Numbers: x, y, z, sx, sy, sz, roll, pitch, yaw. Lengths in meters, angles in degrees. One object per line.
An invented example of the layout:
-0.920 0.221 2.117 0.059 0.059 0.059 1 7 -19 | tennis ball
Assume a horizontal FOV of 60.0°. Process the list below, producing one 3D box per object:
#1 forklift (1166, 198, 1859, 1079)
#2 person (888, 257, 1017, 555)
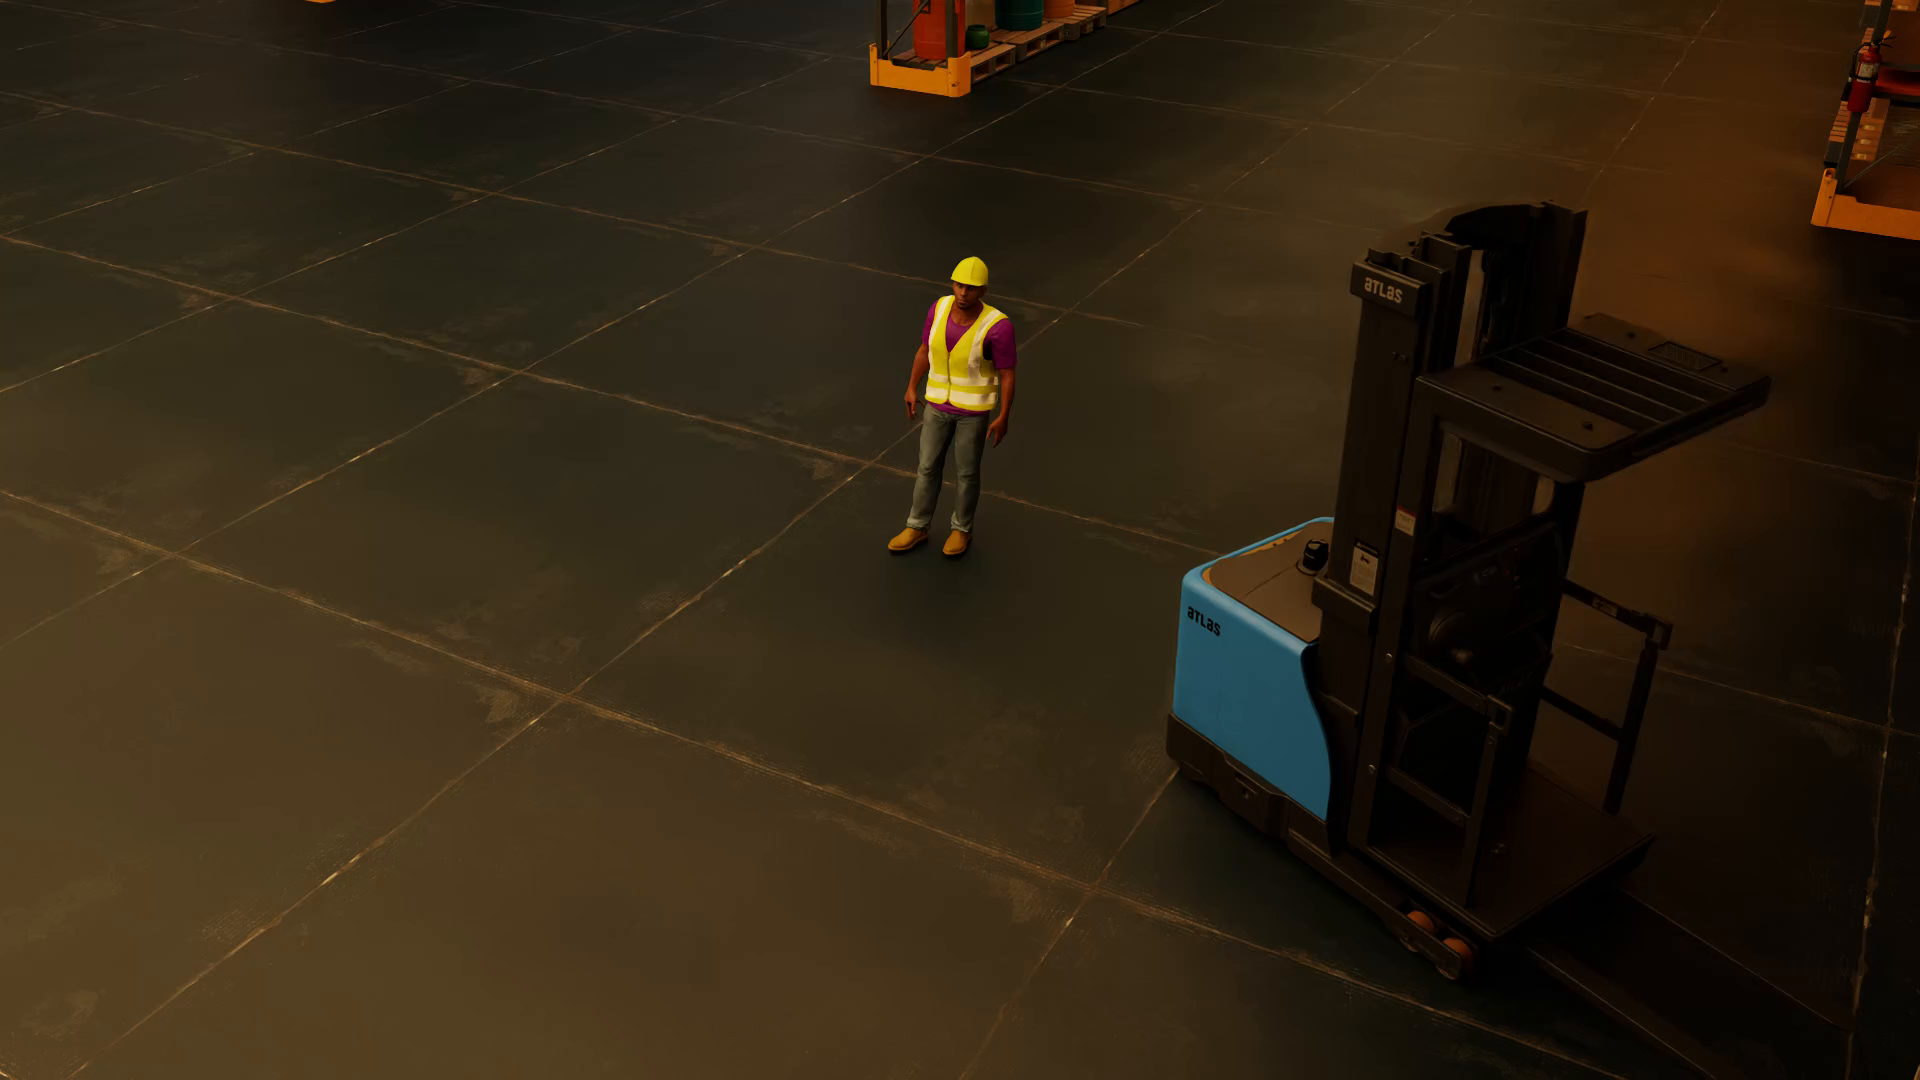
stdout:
2.274 0.262 6.616 1.130 2.935 3.031 -20 36 -31 | forklift
-0.038 -0.742 9.507 0.666 1.768 0.575 15 33 25 | person
